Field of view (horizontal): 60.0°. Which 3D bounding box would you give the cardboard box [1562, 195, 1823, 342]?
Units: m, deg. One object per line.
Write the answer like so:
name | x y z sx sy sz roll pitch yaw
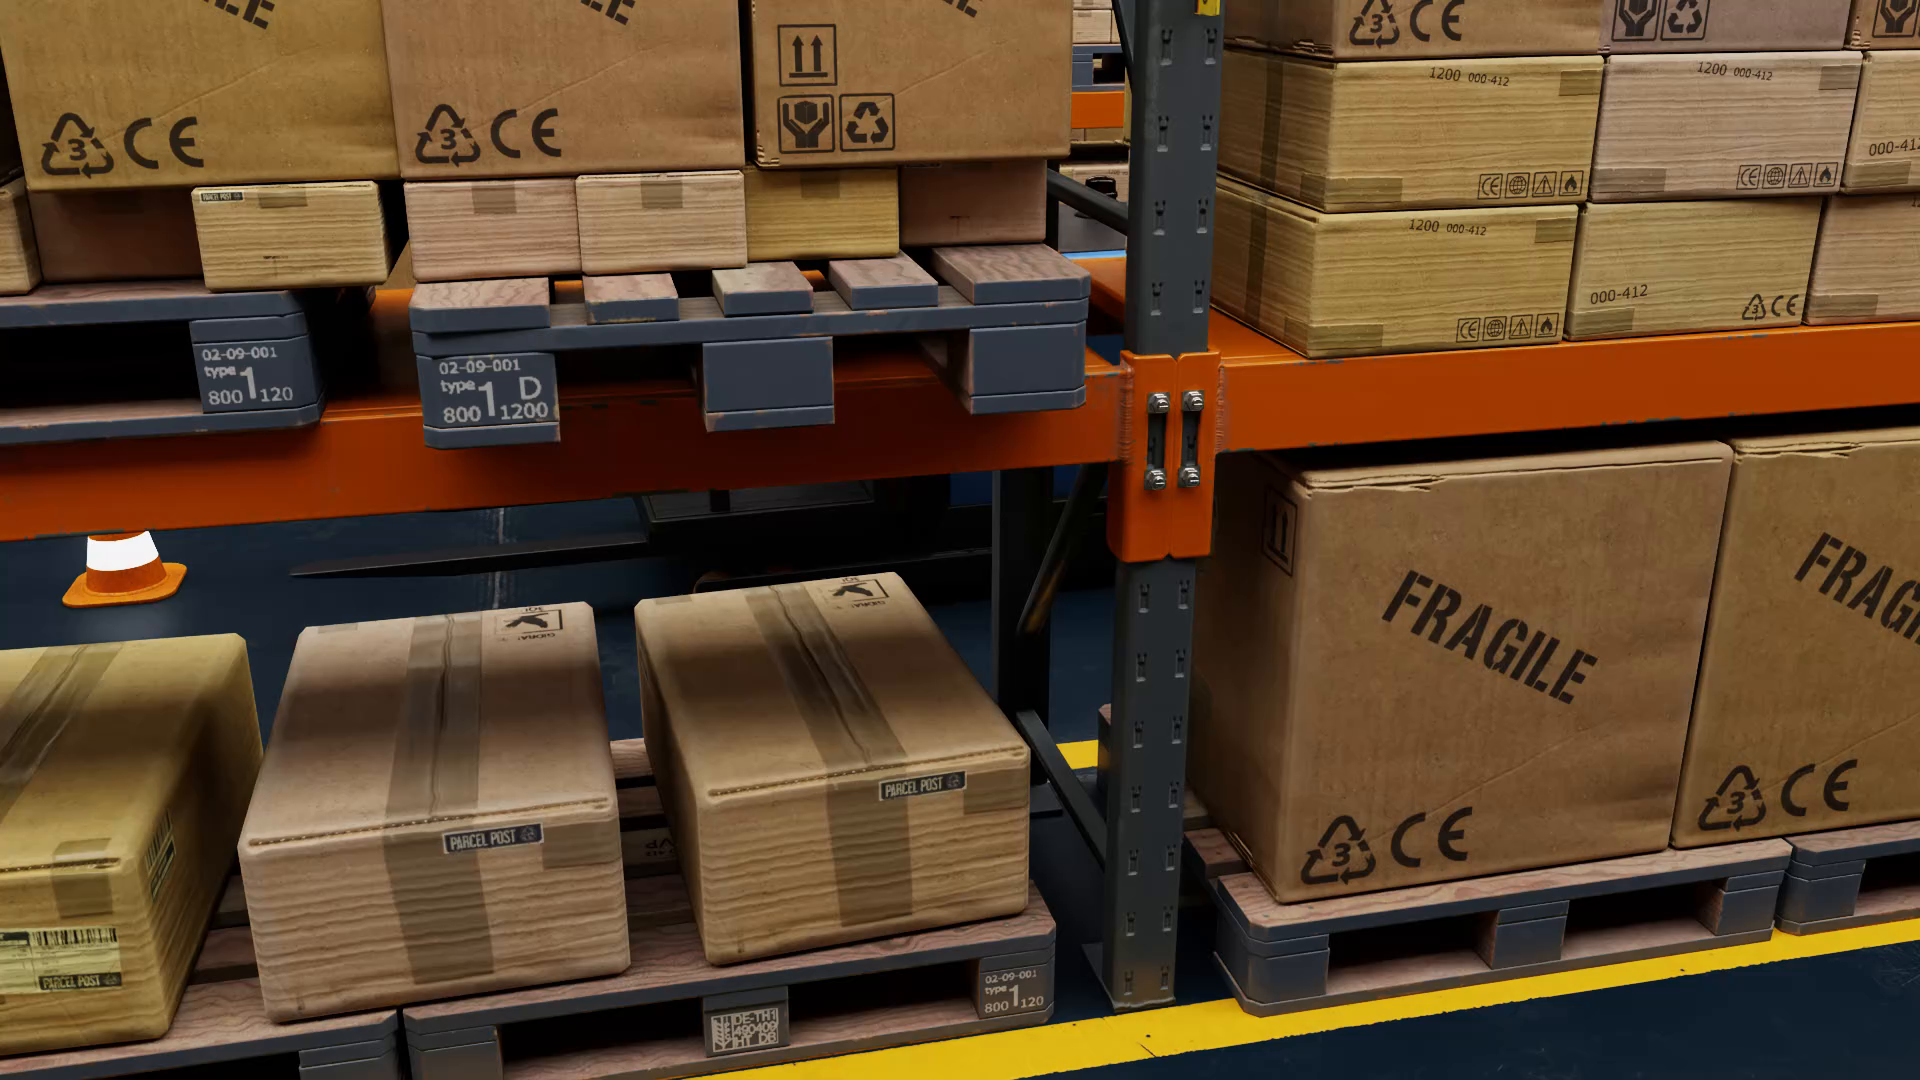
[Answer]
cardboard box | 1.280 -0.579 3.252 0.500 0.250 0.500 -5 21 -14

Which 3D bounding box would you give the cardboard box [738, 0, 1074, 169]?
cardboard box | -0.128 -0.903 2.730 0.500 0.500 0.500 -5 21 -14

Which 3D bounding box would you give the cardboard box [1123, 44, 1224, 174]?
cardboard box | 0.663 -0.936 3.500 0.500 0.250 0.500 -5 21 -13

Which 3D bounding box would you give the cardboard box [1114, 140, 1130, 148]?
cardboard box | 1.111 -1.937 8.676 0.500 0.250 0.500 -4 20 -10

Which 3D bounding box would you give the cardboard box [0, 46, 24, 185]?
cardboard box | -1.651 -0.775 2.381 0.500 0.500 0.500 -6 21 -15

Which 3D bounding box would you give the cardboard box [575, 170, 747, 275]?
cardboard box | -0.494 -0.542 2.689 0.250 0.149 0.380 -5 21 -13

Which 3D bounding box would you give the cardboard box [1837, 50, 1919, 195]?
cardboard box | 1.791 -0.846 3.254 0.500 0.250 0.500 -5 21 -13

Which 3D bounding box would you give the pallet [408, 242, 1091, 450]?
pallet | -0.419 -0.466 3.005 1.003 0.211 1.213 -5 21 -12

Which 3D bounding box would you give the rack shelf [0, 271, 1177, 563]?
rack shelf | -1.696 -0.152 2.915 4.000 0.370 1.077 -5 21 -12

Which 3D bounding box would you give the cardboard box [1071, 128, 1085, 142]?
cardboard box | 0.375 -3.353 13.086 0.875 0.875 1.225 -5 21 -14

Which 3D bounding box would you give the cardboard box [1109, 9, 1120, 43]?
cardboard box | 0.784 -2.450 7.896 0.250 0.149 0.380 -4 21 -12

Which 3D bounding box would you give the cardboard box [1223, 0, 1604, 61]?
cardboard box | 0.786 -1.122 2.917 0.500 0.500 0.500 -5 21 -14

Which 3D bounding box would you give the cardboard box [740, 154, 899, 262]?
cardboard box | -0.259 -0.577 2.784 0.250 0.149 0.380 -4 21 -12

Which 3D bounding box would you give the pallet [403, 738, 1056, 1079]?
pallet | -0.511 0.722 3.535 1.213 0.211 1.003 -5 21 -12

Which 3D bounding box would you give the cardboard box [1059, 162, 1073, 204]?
cardboard box | 0.233 -1.686 7.991 0.500 0.250 0.500 -5 21 -13

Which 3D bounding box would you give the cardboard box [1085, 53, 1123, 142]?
cardboard box | 1.244 -3.424 13.280 0.875 0.875 1.225 -5 21 -12

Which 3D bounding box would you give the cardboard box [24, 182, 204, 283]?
cardboard box | -1.279 -0.521 2.630 0.250 0.149 0.380 -4 21 -12

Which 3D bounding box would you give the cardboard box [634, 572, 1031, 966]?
cardboard box | -0.302 0.430 3.490 0.625 0.372 0.950 -6 21 -16

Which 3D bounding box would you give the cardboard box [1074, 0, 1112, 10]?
cardboard box | 0.540 -2.571 7.794 0.250 0.149 0.380 -5 21 -12

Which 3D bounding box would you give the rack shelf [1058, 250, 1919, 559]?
rack shelf | 2.196 -0.469 3.779 4.000 0.370 1.077 -5 21 -12

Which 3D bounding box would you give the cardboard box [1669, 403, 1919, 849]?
cardboard box | 1.810 0.056 3.779 0.875 0.875 0.875 -4 21 -12

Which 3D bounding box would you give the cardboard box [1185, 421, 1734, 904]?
cardboard box | 0.941 0.125 3.590 0.875 0.875 0.875 -5 21 -13

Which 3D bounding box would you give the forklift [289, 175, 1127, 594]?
forklift | -0.606 -1.316 5.147 3.031 2.935 1.130 -6 21 -15

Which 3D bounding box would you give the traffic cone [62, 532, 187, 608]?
traffic cone | -2.706 -0.065 5.319 0.334 0.463 0.336 -5 21 -12

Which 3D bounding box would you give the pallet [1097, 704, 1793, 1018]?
pallet | 1.035 0.624 3.804 1.213 0.211 1.003 -5 21 -12

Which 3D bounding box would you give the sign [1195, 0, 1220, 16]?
sign | 0.384 -0.974 2.544 0.005 0.325 0.100 -5 21 -12

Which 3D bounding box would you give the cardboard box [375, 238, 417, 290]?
cardboard box | -2.451 -1.350 7.798 0.750 0.750 1.050 -4 21 -12

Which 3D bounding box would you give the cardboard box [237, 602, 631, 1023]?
cardboard box | -1.018 0.491 3.323 0.625 0.372 0.950 -5 21 -14

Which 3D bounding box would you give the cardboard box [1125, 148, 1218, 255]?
cardboard box | 0.683 -0.705 3.596 0.500 0.250 0.500 -5 21 -14

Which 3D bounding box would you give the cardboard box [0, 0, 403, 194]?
cardboard box | -1.120 -0.818 2.499 0.500 0.500 0.500 -6 21 -16

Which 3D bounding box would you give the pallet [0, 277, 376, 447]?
pallet | -1.667 -0.388 2.791 1.213 0.211 1.003 -5 21 -12

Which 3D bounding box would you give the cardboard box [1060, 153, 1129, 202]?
cardboard box | 0.718 -1.721 8.086 0.500 0.250 0.500 -4 21 -12

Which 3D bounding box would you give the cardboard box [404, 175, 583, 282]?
cardboard box | -0.741 -0.525 2.642 0.250 0.149 0.380 -6 21 -15

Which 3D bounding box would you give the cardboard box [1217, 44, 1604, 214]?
cardboard box | 0.800 -0.770 3.047 0.500 0.250 0.500 -5 21 -13

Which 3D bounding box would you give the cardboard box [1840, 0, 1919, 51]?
cardboard box | 1.774 -1.200 3.131 0.500 0.500 0.500 -4 21 -11

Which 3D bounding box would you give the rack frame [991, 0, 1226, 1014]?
rack frame | 0.250 -0.648 3.223 0.127 3.000 1.000 -5 21 -12

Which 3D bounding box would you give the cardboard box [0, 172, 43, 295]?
cardboard box | -1.504 -0.474 2.501 0.250 0.149 0.380 -5 21 -14

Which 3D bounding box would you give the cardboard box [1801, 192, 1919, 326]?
cardboard box | 1.792 -0.618 3.360 0.500 0.250 0.500 -4 20 -11

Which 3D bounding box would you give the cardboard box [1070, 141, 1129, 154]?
cardboard box | 0.605 -1.893 8.555 0.500 0.250 0.500 -4 21 -11

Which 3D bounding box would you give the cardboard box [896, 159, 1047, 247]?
cardboard box | -0.015 -0.623 2.908 0.250 0.149 0.380 -4 20 -10

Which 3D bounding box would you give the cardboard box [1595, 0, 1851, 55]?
cardboard box | 1.267 -1.164 3.033 0.500 0.500 0.500 -5 21 -12

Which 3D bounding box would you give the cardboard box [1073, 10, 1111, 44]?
cardboard box | 0.539 -2.431 7.844 0.250 0.149 0.380 -4 20 -11

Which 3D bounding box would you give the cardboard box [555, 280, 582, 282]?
cardboard box | -1.601 -1.420 7.990 0.750 0.750 1.050 -5 21 -13

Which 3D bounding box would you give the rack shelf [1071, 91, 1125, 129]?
rack shelf | 0.959 -2.118 8.281 4.000 0.370 1.077 -5 21 -12

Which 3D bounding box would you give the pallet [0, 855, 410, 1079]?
pallet | -1.696 0.818 3.275 1.213 0.211 1.003 -5 21 -12

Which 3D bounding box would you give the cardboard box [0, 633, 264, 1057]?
cardboard box | -1.758 0.549 3.165 0.625 0.372 0.950 -4 20 -11

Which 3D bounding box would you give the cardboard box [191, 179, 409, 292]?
cardboard box | -1.005 -0.499 2.570 0.250 0.149 0.380 -4 21 -12

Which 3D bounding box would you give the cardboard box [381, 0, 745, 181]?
cardboard box | -0.629 -0.858 2.609 0.500 0.500 0.500 -5 21 -13

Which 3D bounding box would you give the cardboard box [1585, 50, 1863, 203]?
cardboard box | 1.303 -0.811 3.158 0.500 0.250 0.500 -4 21 -11

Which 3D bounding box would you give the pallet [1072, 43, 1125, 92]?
pallet | 0.930 -2.377 8.223 1.213 0.211 1.003 -5 21 -12

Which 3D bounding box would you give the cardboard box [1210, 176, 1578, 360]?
cardboard box | 0.784 -0.532 3.125 0.500 0.250 0.500 -5 21 -13

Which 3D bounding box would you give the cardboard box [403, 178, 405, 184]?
cardboard box | -0.941 -0.732 3.206 0.250 0.149 0.380 -5 21 -12

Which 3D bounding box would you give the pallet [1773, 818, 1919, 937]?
pallet | 2.220 0.529 4.065 1.213 0.211 1.003 -5 21 -12
